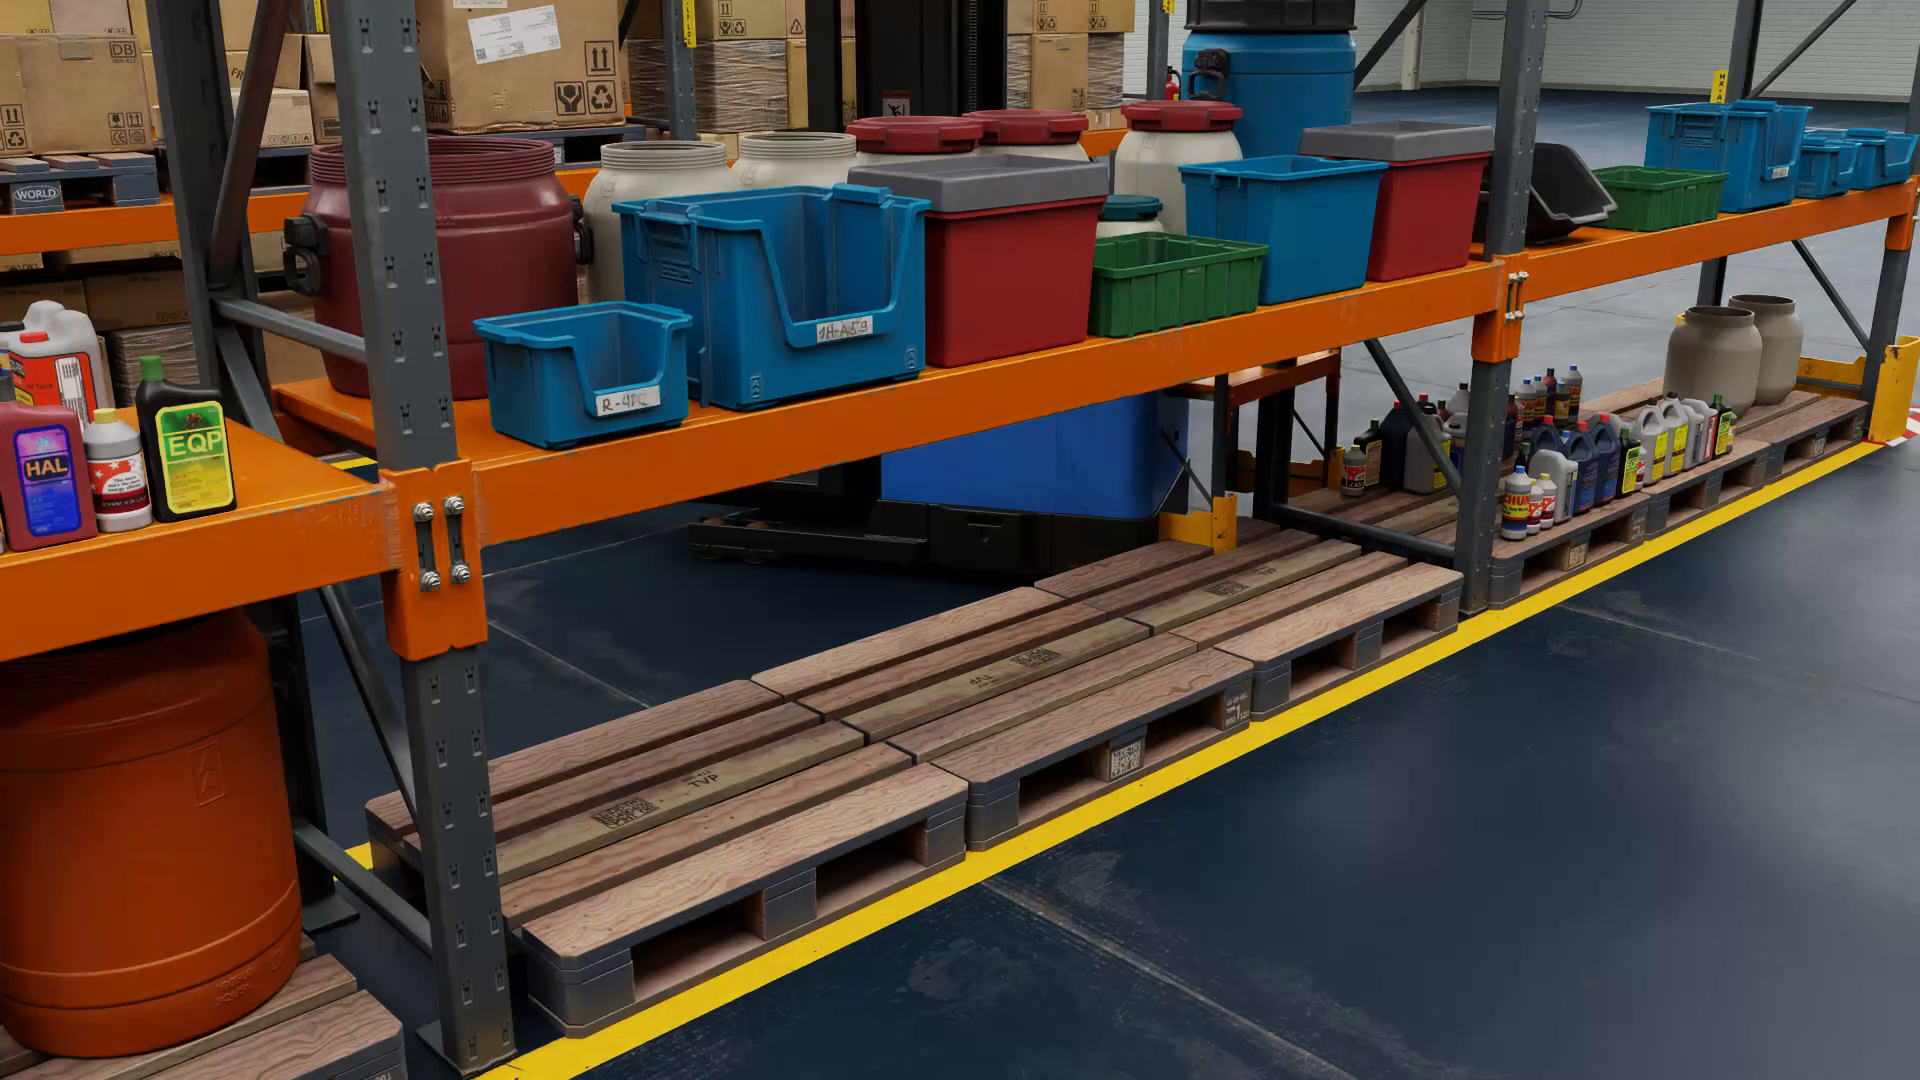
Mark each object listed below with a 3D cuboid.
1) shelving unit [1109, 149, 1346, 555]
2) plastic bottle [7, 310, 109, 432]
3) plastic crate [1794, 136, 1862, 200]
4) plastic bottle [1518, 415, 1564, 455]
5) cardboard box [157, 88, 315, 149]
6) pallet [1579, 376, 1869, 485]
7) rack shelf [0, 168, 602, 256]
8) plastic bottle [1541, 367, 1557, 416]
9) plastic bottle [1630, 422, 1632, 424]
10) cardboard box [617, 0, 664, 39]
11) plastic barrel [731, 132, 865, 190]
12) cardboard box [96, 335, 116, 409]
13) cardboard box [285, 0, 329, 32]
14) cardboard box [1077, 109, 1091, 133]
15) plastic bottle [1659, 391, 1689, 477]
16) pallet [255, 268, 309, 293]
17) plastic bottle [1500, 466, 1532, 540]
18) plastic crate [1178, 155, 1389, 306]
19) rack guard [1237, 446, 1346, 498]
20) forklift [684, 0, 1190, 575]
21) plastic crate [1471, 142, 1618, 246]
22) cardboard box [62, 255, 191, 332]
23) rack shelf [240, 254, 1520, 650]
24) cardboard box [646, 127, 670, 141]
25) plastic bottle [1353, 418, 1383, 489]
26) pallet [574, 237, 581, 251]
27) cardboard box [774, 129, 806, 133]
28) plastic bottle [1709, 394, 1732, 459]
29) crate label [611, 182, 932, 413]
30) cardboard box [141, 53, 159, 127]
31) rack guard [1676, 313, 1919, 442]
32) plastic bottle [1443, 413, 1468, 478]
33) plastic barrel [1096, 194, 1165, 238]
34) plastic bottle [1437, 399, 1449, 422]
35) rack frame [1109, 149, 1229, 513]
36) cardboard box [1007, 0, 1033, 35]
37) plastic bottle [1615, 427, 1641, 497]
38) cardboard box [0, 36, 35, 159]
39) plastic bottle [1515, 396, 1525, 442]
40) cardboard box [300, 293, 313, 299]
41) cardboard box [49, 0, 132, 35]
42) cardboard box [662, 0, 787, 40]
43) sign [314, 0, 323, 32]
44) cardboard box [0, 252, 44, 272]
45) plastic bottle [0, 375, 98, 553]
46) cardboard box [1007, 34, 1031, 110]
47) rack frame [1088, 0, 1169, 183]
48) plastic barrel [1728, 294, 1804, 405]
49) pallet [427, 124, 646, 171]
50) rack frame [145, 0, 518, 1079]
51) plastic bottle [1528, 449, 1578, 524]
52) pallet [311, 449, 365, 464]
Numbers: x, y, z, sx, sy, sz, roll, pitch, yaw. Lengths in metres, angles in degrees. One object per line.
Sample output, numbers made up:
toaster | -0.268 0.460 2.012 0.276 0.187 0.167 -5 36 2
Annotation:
shelving unit | 1.065 -0.796 6.597 0.587 1.500 1.083 10 19 35
plastic bottle | -1.769 -0.305 3.263 0.135 0.276 0.152 -16 24 -41
plastic crate | 3.842 -1.732 7.706 0.408 0.251 0.499 -16 24 -41
plastic bottle | 2.342 -0.325 6.704 0.185 0.351 0.144 -16 24 -41
cardboard box | -3.364 -1.959 7.727 0.500 0.250 0.500 17 25 42
pallet | 3.859 -0.589 8.458 1.213 0.211 1.003 -16 24 -41
rack shelf | -3.286 -1.609 8.250 4.000 0.370 1.077 -16 24 -41
plastic bottle | 2.768 -0.672 7.883 0.133 0.283 0.061 -16 24 -40
plastic bottle | 2.908 -0.409 7.205 0.097 0.201 0.097 0 18 0
cardboard box | -1.695 -3.197 9.715 0.500 0.500 0.500 -16 24 -41
plastic barrel | -0.430 -0.826 4.487 0.421 0.512 0.421 0 18 0
cardboard box | -4.266 -0.694 7.602 0.700 0.500 0.500 16 24 41
cardboard box | -4.876 -4.163 12.968 0.550 0.550 0.875 -16 24 -41
cardboard box | 0.680 -2.879 11.409 0.250 0.149 0.380 -16 24 -41
plastic bottle | 3.023 -0.462 7.127 0.185 0.351 0.144 -15 23 -39
pallet | -5.676 -2.001 12.814 1.213 0.211 1.003 -16 24 -41
plastic bottle | 2.103 -0.146 6.281 0.097 0.271 0.097 0 18 0
plastic crate | 0.982 -0.954 5.090 0.575 0.384 0.392 -16 24 -41
rack guard | 1.364 -0.302 7.149 0.587 0.250 0.087 10 19 35
forklift | -0.599 -1.447 6.696 3.031 2.935 1.130 5 19 15
plastic crate | 2.038 -1.318 6.287 0.504 0.338 0.767 -16 24 -41
cardboard box | -3.895 -1.168 7.847 0.500 0.250 0.500 -13 22 -35
rack shelf | 0.117 -0.499 4.827 4.000 0.370 1.077 -16 24 -41
cardboard box | -1.879 -2.367 9.829 0.250 0.149 0.380 -16 24 -41
plastic bottle | 1.693 -0.358 6.917 0.133 0.283 0.061 -15 23 -38
pallet | -3.674 -2.585 14.615 1.213 0.211 1.003 -16 24 -41
cardboard box | -1.117 -2.343 9.755 0.250 0.149 0.380 -16 24 -41
plastic bottle | 3.371 -0.514 7.396 0.133 0.283 0.061 -16 24 -40
crate label | -0.429 -0.584 3.866 0.616 0.435 0.502 -16 24 -41
cardboard box | -5.730 -3.278 12.069 0.500 0.500 0.500 -17 24 -41
rack guard | 4.453 -0.897 8.941 0.348 0.500 1.175 -16 24 -41
plastic bottle | 2.099 -0.393 7.035 0.135 0.276 0.152 -16 24 -41
plastic barrel | 0.503 -0.953 5.285 0.301 0.262 0.301 0 18 0
plastic bottle | 2.069 -0.468 7.255 0.133 0.283 0.061 -14 23 -37
rack frame | 0.773 -0.687 6.207 0.500 1.500 0.032 10 19 35
cardboard box | 0.119 -3.503 10.659 0.500 0.500 0.500 -16 24 -41
plastic bottle | 2.727 -0.326 6.817 0.133 0.283 0.061 -15 23 -38
cardboard box | -4.375 -1.898 7.133 0.500 0.500 0.500 14 23 37
plastic bottle | 2.551 -0.562 7.677 0.097 0.201 0.097 0 18 0
cardboard box | -3.060 -1.054 8.713 0.700 0.500 0.500 15 23 39
cardboard box | -6.264 -3.708 11.775 0.500 0.500 0.700 -16 24 -40
cardboard box | -1.331 -3.078 9.349 0.500 0.500 0.500 -16 24 -41
sign | -4.788 -3.902 12.406 0.005 0.325 0.100 -16 24 -41
cardboard box | -6.937 -2.085 11.518 0.750 0.750 1.050 -16 24 -40
plastic bottle | -1.505 -0.132 2.717 0.133 0.283 0.061 -16 24 -41
cardboard box | -0.019 -3.072 10.952 0.500 0.500 0.875 -16 24 -41
rack frame | 1.073 -3.223 12.061 0.127 3.000 1.000 -16 24 -41
plastic barrel | 4.051 -0.972 8.473 0.421 0.512 0.421 0 18 0
pallet | -2.488 -2.154 9.077 1.213 0.211 1.003 -16 24 -41
rack frame | -1.337 -0.417 3.409 0.127 3.000 1.000 -16 24 -41
plastic bottle | 2.319 -0.223 6.511 0.135 0.276 0.152 -15 23 -39
pallet | -3.285 -0.623 8.565 1.213 0.211 1.003 -16 24 -41
